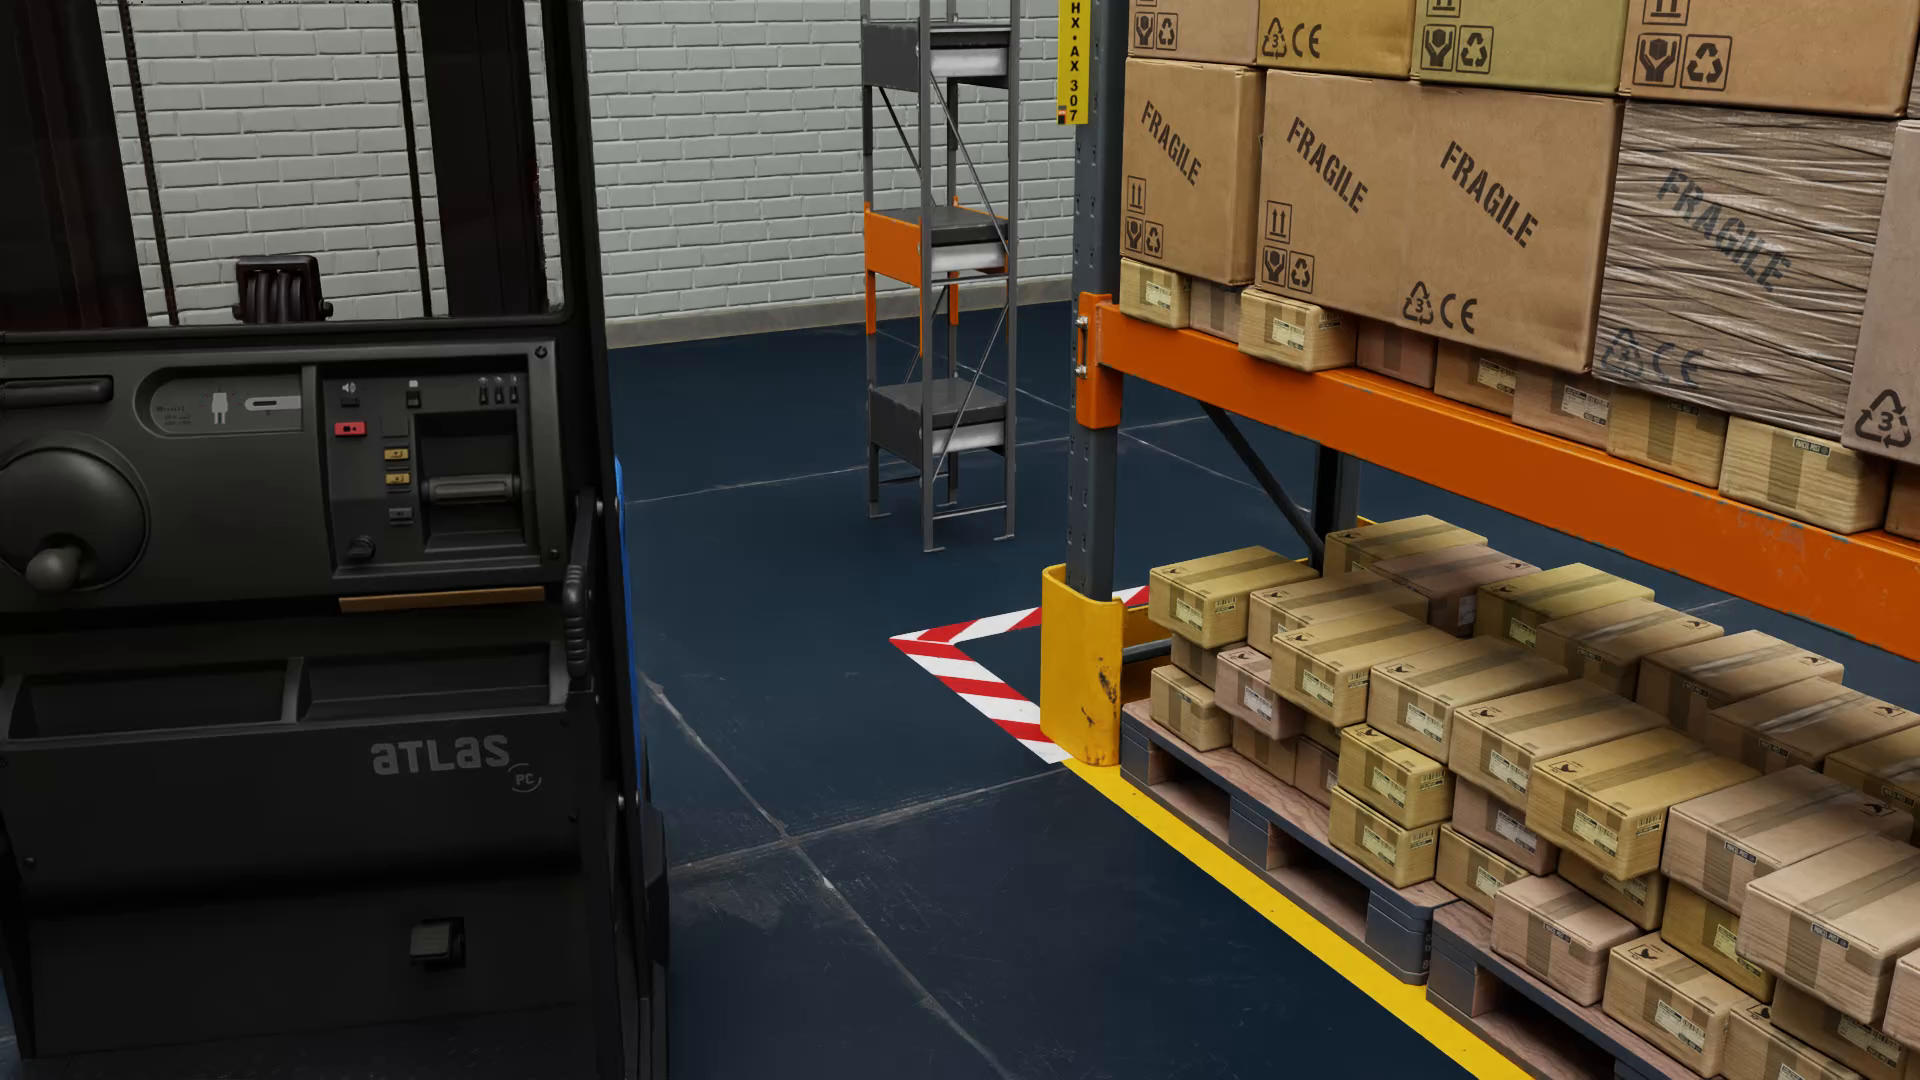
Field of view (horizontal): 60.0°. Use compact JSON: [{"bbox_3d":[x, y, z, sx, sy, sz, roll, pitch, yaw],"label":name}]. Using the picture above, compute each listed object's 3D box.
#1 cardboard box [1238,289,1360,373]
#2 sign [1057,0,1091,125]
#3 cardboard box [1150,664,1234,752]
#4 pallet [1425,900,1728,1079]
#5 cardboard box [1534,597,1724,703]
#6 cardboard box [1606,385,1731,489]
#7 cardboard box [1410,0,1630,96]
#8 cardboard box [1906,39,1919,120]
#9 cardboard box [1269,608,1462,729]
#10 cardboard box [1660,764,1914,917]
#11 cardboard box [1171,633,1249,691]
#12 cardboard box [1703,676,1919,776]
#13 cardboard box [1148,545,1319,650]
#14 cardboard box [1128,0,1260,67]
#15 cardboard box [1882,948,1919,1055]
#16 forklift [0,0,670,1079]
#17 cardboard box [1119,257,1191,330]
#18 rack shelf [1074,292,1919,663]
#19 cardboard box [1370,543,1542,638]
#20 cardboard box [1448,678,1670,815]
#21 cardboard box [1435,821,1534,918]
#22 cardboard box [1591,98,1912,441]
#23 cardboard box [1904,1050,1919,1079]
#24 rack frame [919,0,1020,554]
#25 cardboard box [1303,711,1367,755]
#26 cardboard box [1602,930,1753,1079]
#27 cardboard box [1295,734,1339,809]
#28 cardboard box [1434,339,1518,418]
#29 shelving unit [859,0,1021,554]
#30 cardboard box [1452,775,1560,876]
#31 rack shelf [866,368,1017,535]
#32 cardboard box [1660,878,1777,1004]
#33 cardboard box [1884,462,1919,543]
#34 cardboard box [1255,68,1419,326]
[{"bbox_3d":[0.879,-0.508,3.891,0.380,0.149,0.250,-11,22,-28],"label":"cardboard box"},{"bbox_3d":[0.299,-1.248,4.322,0.100,0.325,0.005,-10,21,-27],"label":"sign"},{"bbox_3d":[0.743,0.426,4.524,0.380,0.149,0.250,-10,21,-26],"label":"cardboard box"},{"bbox_3d":[1.742,1.006,3.394,1.003,0.211,1.213,-10,21,-27],"label":"pallet"},{"bbox_3d":[1.621,0.278,4.043,0.380,0.149,0.250,-11,22,-29],"label":"cardboard box"},{"bbox_3d":[1.427,-0.220,3.057,0.380,0.149,0.250,-9,21,-25],"label":"cardboard box"},{"bbox_3d":[1.228,-1.117,3.127,0.500,0.500,0.500,-11,22,-28],"label":"cardboard box"},{"bbox_3d":[1.734,-0.825,2.281,0.500,0.500,0.500,-9,21,-25],"label":"cardboard box"},{"bbox_3d":[0.970,0.301,3.976,0.380,0.149,0.250,-10,21,-27],"label":"cardboard box"},{"bbox_3d":[1.572,0.580,3.166,0.380,0.149,0.250,-10,21,-27],"label":"cardboard box"},{"bbox_3d":[0.799,0.276,4.504,0.380,0.149,0.250,-9,21,-24],"label":"cardboard box"},{"bbox_3d":[1.825,0.439,3.576,0.380,0.149,0.250,-11,22,-28],"label":"cardboard box"},{"bbox_3d":[0.726,0.148,4.418,0.380,0.149,0.250,-11,22,-29],"label":"cardboard box"},{"bbox_3d":[0.756,-1.413,3.987,0.500,0.500,0.500,-10,21,-27],"label":"cardboard box"},{"bbox_3d":[1.732,0.744,2.692,0.380,0.149,0.250,-11,22,-29],"label":"cardboard box"},{"bbox_3d":[-1.071,-0.104,2.439,1.130,2.935,3.031,-3,19,-9],"label":"forklift"},{"bbox_3d":[0.641,-0.660,4.332,0.380,0.149,0.250,-10,21,-27],"label":"cardboard box"},{"bbox_3d":[1.726,-0.009,3.161,1.077,0.370,4.000,-10,21,-27],"label":"rack shelf"},{"bbox_3d":[1.319,0.139,4.445,0.380,0.149,0.250,-10,21,-26],"label":"cardboard box"},{"bbox_3d":[1.284,0.440,3.572,0.380,0.149,0.250,-9,21,-25],"label":"cardboard box"},{"bbox_3d":[1.293,0.708,3.709,0.380,0.149,0.250,-10,21,-27],"label":"cardboard box"},{"bbox_3d":[1.492,-0.501,2.877,0.500,0.500,0.500,-11,22,-28],"label":"cardboard box"},{"bbox_3d":[1.793,0.885,2.737,0.380,0.149,0.250,-9,21,-25],"label":"cardboard box"},{"bbox_3d":[0.037,-0.970,6.224,0.400,2.100,0.015,-10,21,-27],"label":"rack frame"},{"bbox_3d":[1.073,0.420,4.087,0.380,0.149,0.250,-10,21,-26],"label":"cardboard box"},{"bbox_3d":[1.489,0.868,3.243,0.380,0.149,0.250,-10,21,-27],"label":"cardboard box"},{"bbox_3d":[1.063,0.559,4.140,0.380,0.149,0.250,-10,21,-26],"label":"cardboard box"},{"bbox_3d":[1.230,-0.373,3.500,0.380,0.149,0.250,-10,22,-27],"label":"cardboard box"},{"bbox_3d":[-0.079,-1.040,6.427,0.431,2.100,0.503,-10,21,-27],"label":"shelving unit"},{"bbox_3d":[1.309,0.572,3.647,0.380,0.149,0.250,-11,22,-29],"label":"cardboard box"},{"bbox_3d":[-0.079,-0.365,6.659,0.431,0.518,0.480,-10,21,-27],"label":"rack shelf"},{"bbox_3d":[1.594,0.722,3.211,0.380,0.149,0.250,-9,21,-24],"label":"cardboard box"},{"bbox_3d":[1.711,-0.077,2.642,0.380,0.149,0.250,-10,22,-27],"label":"cardboard box"},{"bbox_3d":[1.023,-0.789,3.711,0.500,0.500,0.500,-10,21,-27],"label":"cardboard box"}]
